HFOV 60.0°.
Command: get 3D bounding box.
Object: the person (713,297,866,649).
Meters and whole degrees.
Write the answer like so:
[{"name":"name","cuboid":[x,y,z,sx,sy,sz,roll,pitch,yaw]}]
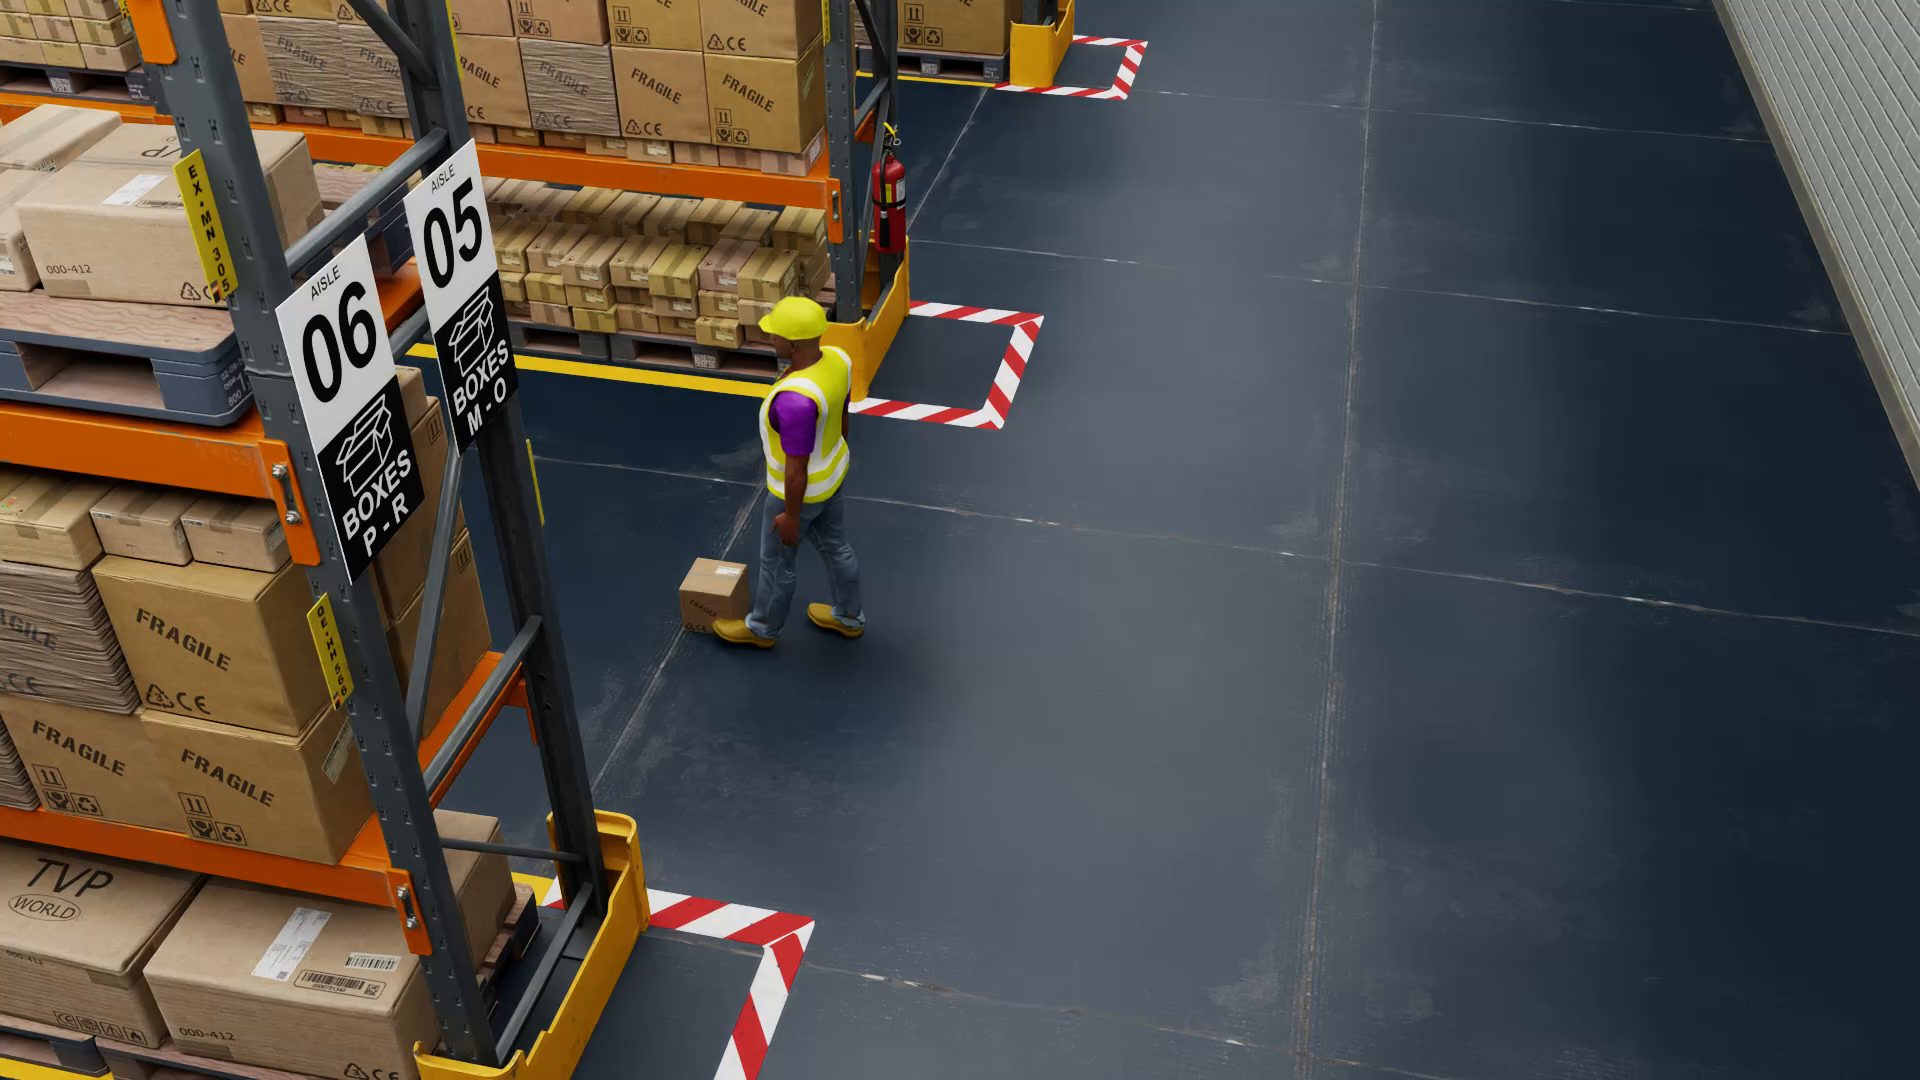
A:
[{"name":"person","cuboid":[-0.780,-0.284,7.323,0.684,1.758,0.610,11,38,14]}]
